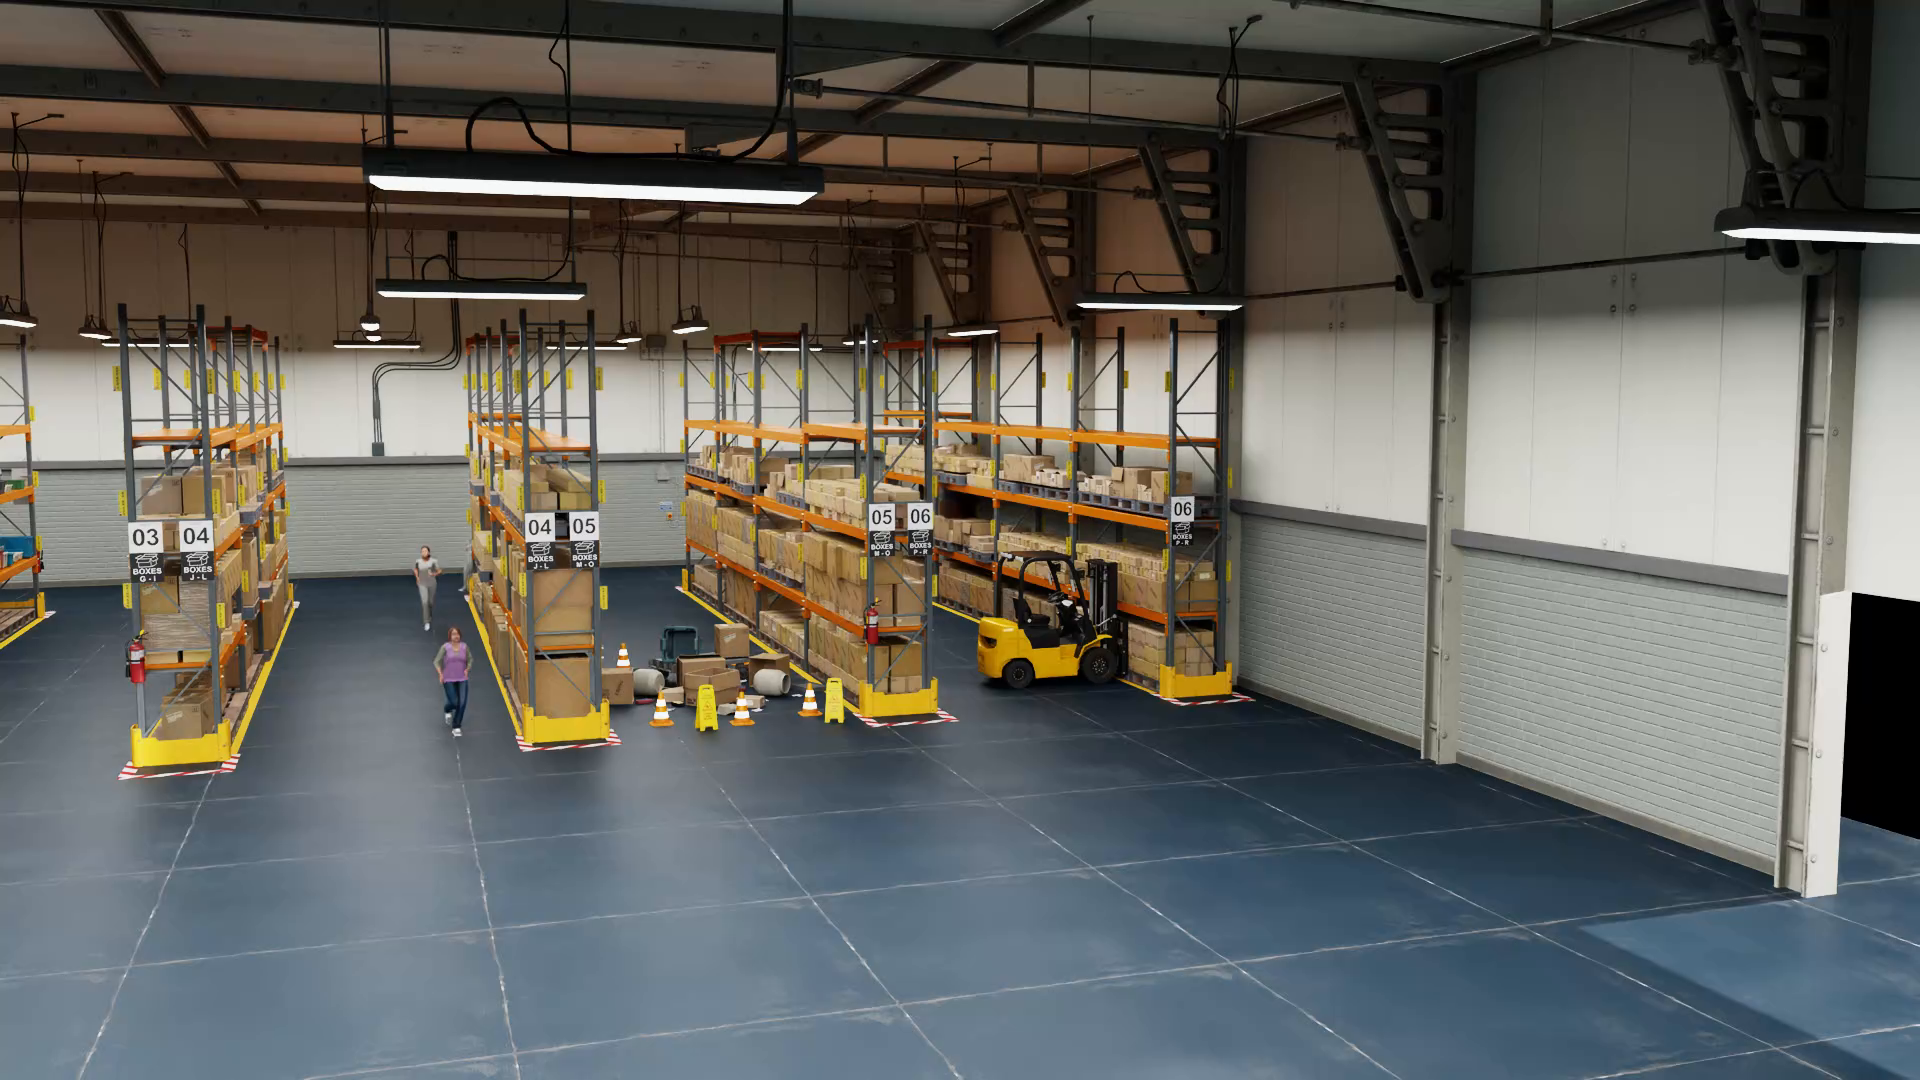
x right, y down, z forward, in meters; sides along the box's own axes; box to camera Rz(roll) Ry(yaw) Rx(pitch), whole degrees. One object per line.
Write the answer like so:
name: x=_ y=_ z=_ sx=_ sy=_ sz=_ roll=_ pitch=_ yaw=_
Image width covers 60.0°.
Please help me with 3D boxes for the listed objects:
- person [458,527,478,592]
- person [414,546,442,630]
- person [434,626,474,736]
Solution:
person: x=-11.559 y=0.437 z=39.573 sx=0.876 sy=1.610 sz=0.667 roll=-1 pitch=5 yaw=-6
person: x=-10.859 y=0.952 z=33.955 sx=0.557 sy=1.682 sz=0.894 roll=-2 pitch=6 yaw=-16
person: x=-7.159 y=2.001 z=23.594 sx=0.536 sy=1.555 sz=0.545 roll=-3 pitch=6 yaw=-29
